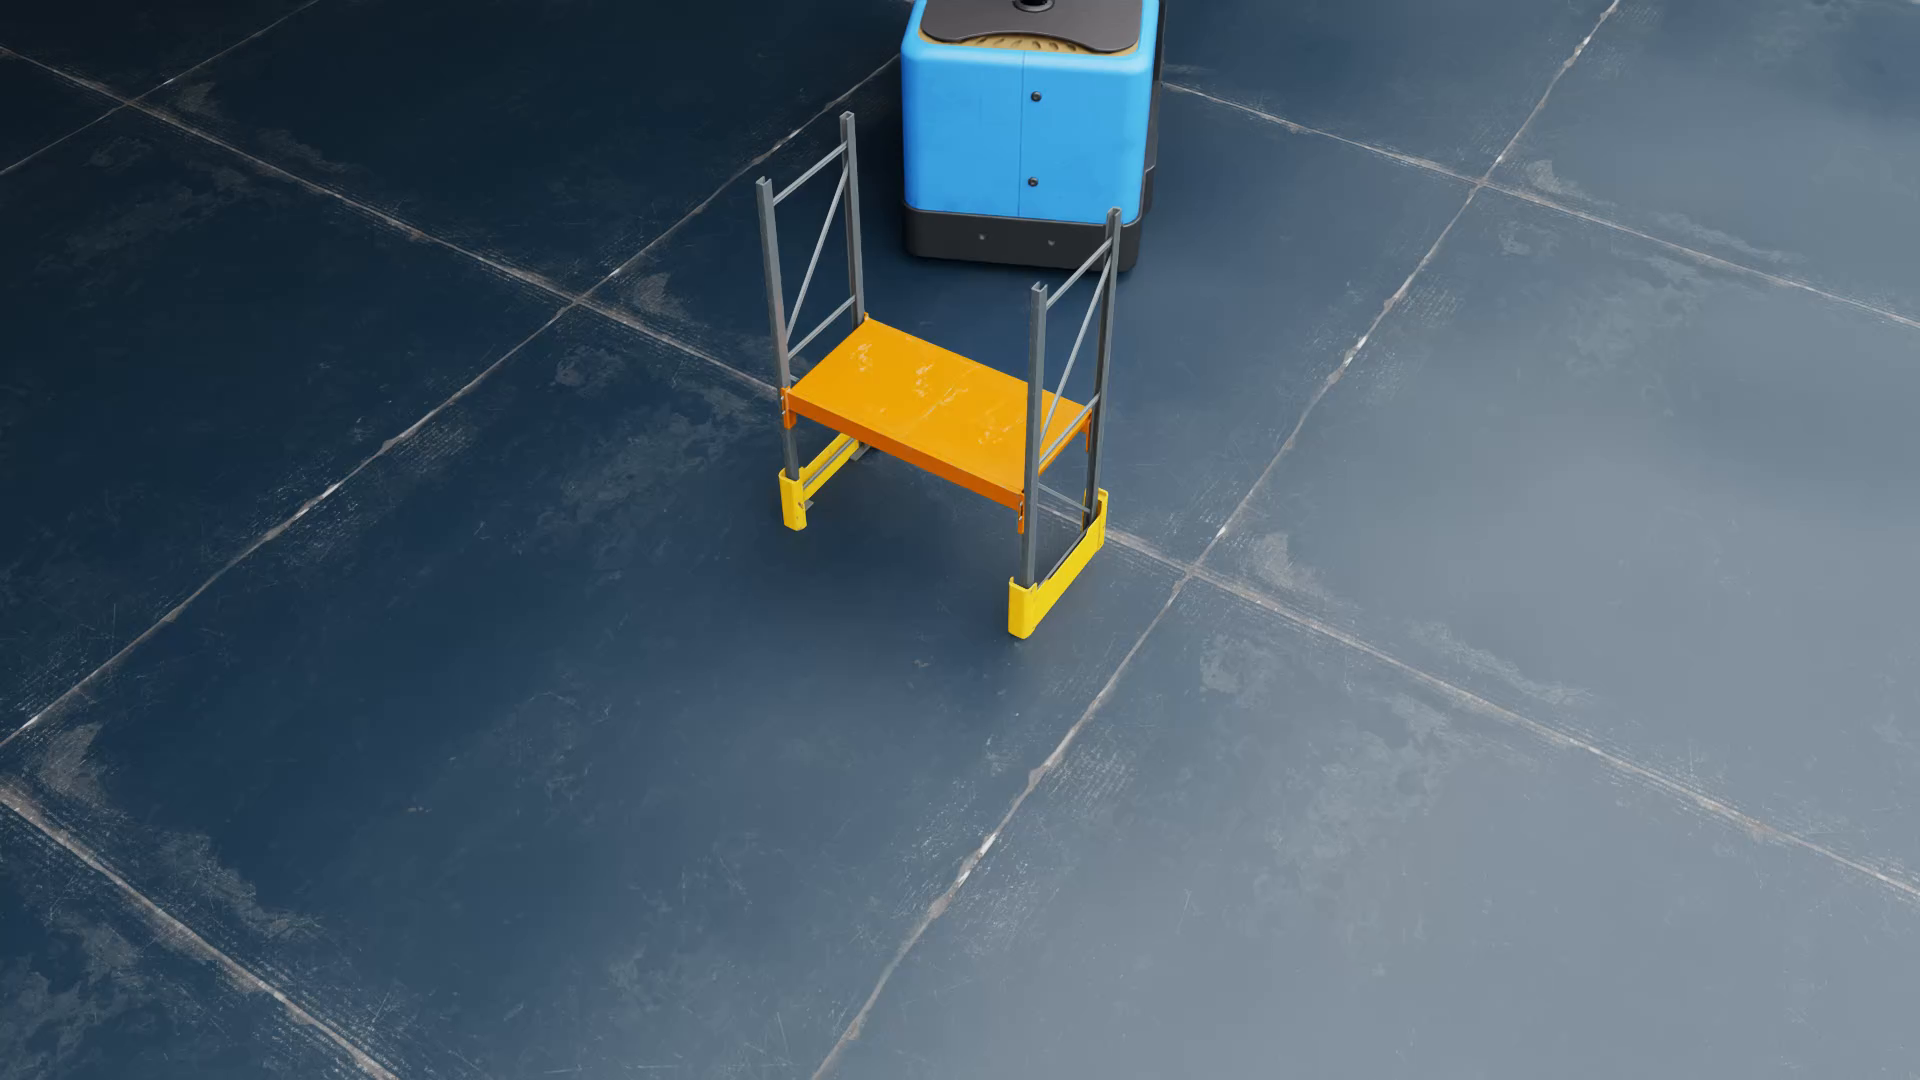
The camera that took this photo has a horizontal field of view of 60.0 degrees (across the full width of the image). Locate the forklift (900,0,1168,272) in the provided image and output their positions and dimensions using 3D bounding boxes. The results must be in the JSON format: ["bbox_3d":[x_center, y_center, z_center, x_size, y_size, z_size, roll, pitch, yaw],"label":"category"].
[{"bbox_3d":[0.454,-3.261,7.375,1.130,2.935,3.031,6,46,5],"label":"forklift"}]

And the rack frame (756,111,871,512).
[{"bbox_3d":[-0.500,-0.753,5.935,0.032,1.500,0.500,25,51,22],"label":"rack frame"}]

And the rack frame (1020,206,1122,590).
[{"bbox_3d":[0.356,-0.359,5.553,0.032,1.500,0.500,25,51,22],"label":"rack frame"}]

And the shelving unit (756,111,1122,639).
[{"bbox_3d":[-0.064,-0.552,5.741,1.083,1.500,0.587,25,51,22],"label":"shelving unit"}]

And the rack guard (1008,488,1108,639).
[{"bbox_3d":[0.355,0.076,6.002,0.087,0.250,0.587,25,51,22],"label":"rack guard"}]

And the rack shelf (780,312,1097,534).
[{"bbox_3d":[-0.072,-0.430,5.873,1.000,0.185,0.538,25,51,22],"label":"rack shelf"}]

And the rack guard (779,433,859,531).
[{"bbox_3d":[-0.483,-0.309,6.376,0.087,0.250,0.587,25,51,22],"label":"rack guard"}]
